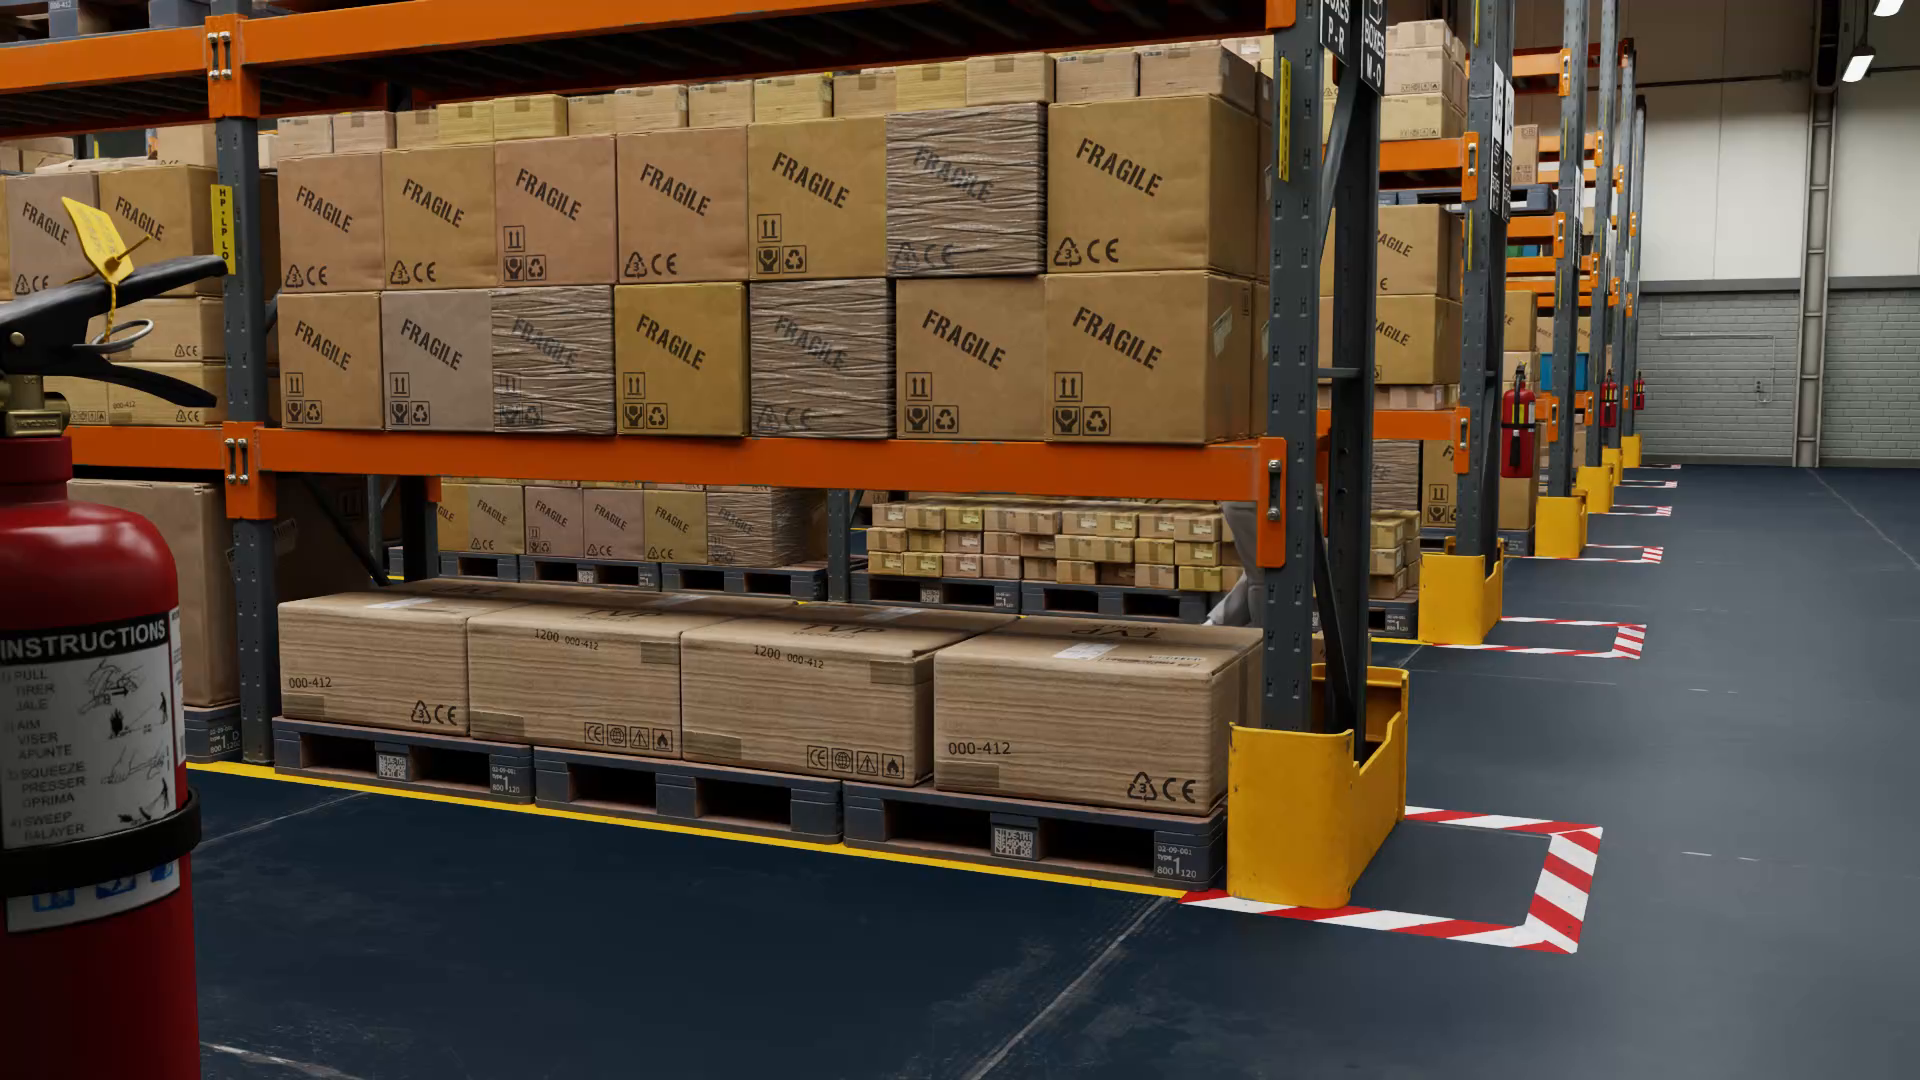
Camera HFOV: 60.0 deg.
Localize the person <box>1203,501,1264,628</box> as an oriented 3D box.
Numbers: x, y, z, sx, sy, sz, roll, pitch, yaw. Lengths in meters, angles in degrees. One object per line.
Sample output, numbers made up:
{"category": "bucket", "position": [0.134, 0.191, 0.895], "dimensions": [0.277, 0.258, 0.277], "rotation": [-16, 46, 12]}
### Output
{"category": "person", "position": [1.491, -0.148, 8.148], "dimensions": [0.592, 1.665, 0.536], "rotation": [1, 6, 6]}
